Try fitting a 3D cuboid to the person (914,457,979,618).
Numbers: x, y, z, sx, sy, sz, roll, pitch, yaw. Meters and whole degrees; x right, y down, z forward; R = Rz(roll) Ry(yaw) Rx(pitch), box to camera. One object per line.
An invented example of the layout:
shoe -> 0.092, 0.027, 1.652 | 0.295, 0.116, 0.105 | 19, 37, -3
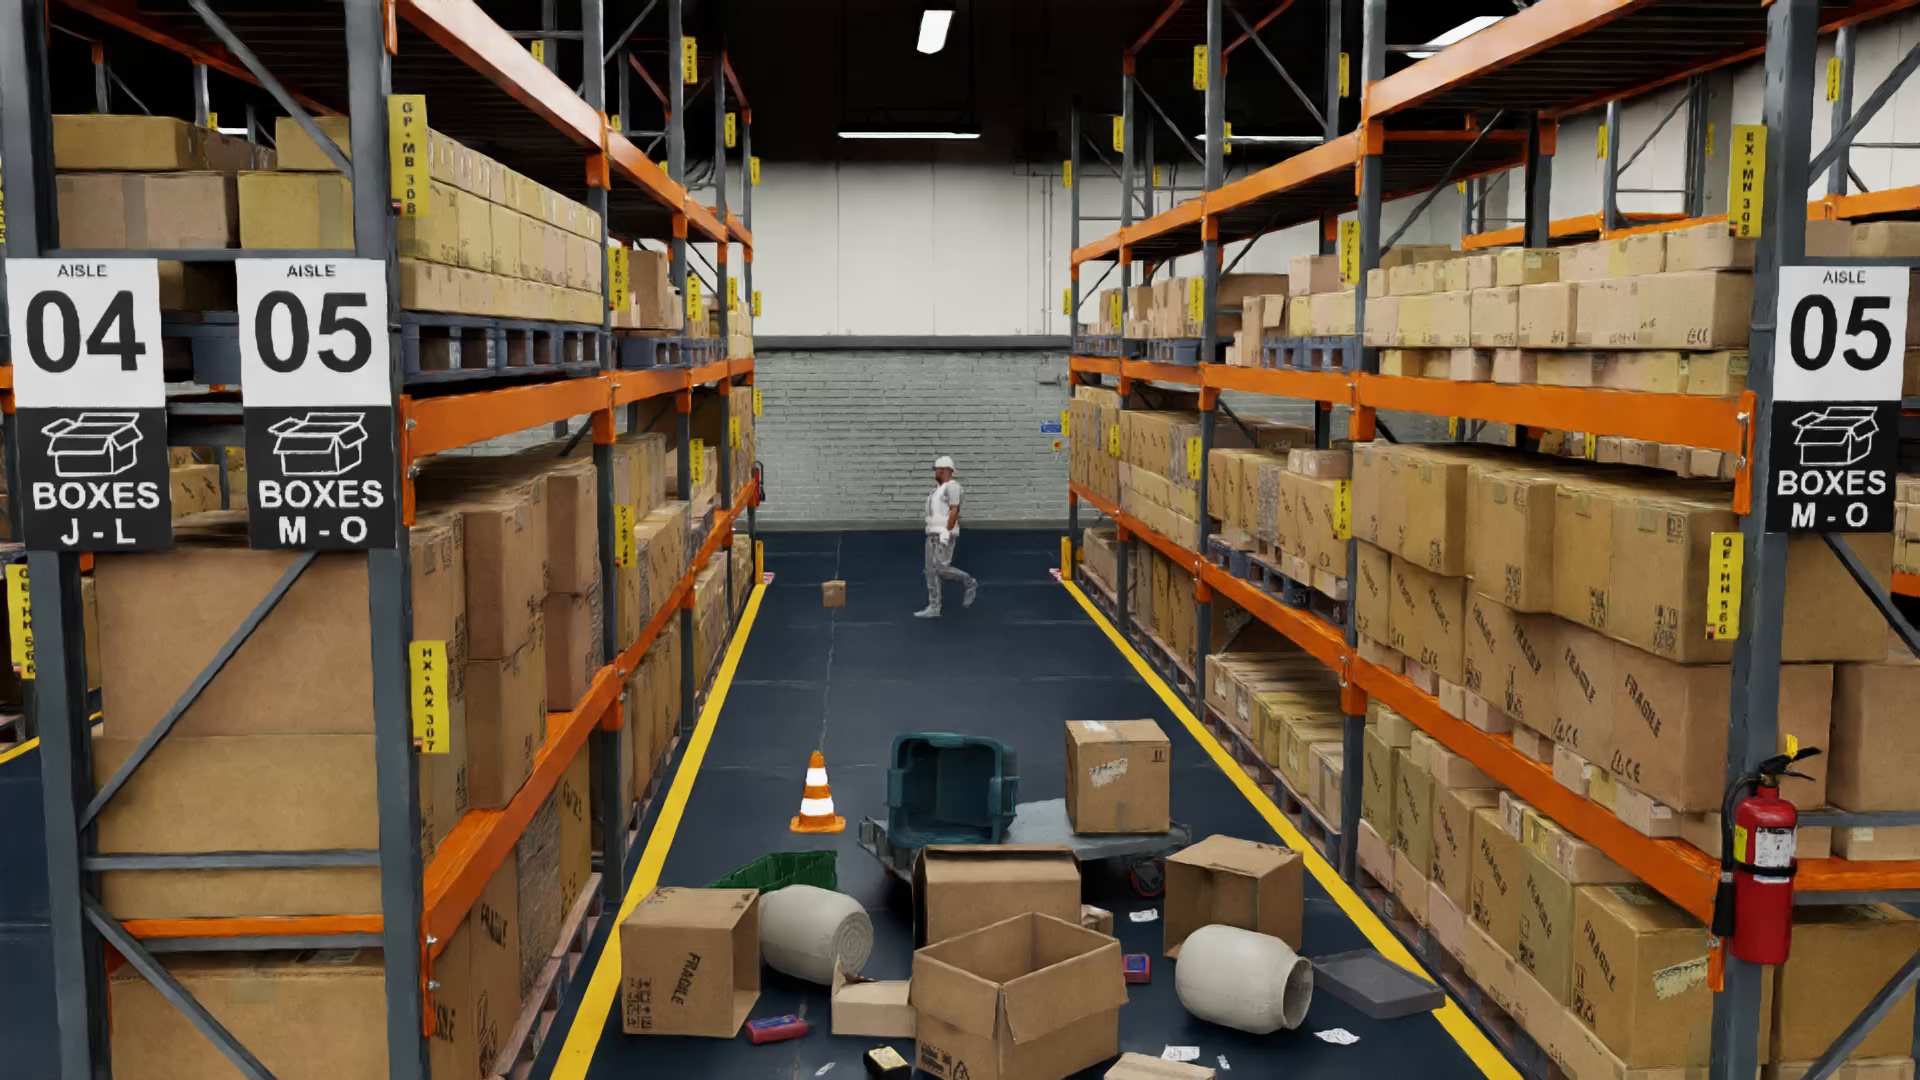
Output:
person -> -0.199, -0.039, 18.219 | 0.766, 1.726, 0.619 | -3, 7, -23
